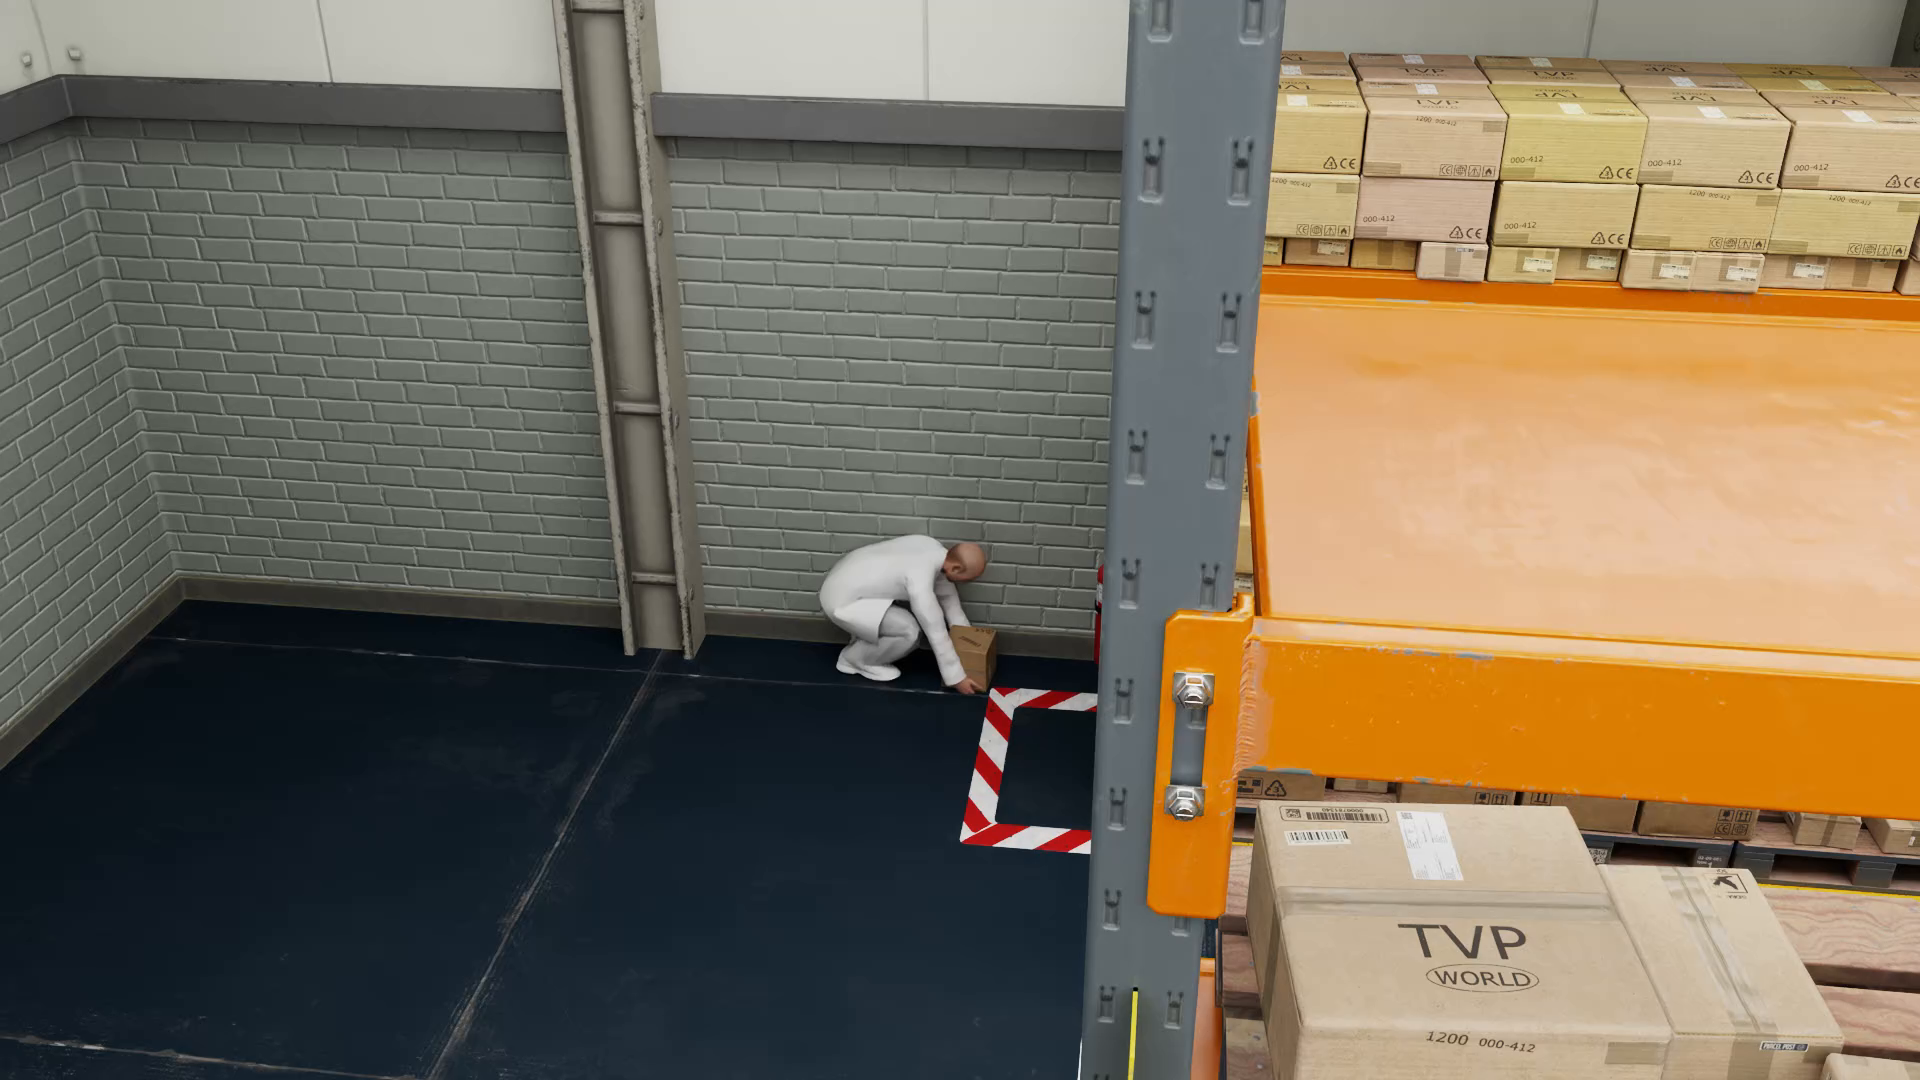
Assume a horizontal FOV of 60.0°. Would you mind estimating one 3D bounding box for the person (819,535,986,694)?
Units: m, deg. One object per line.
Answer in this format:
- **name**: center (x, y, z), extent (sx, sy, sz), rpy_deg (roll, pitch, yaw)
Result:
- **person**: center (-0.293, 0.397, 9.064), extent (0.950, 0.842, 0.580), rpy_deg (6, 29, 11)
